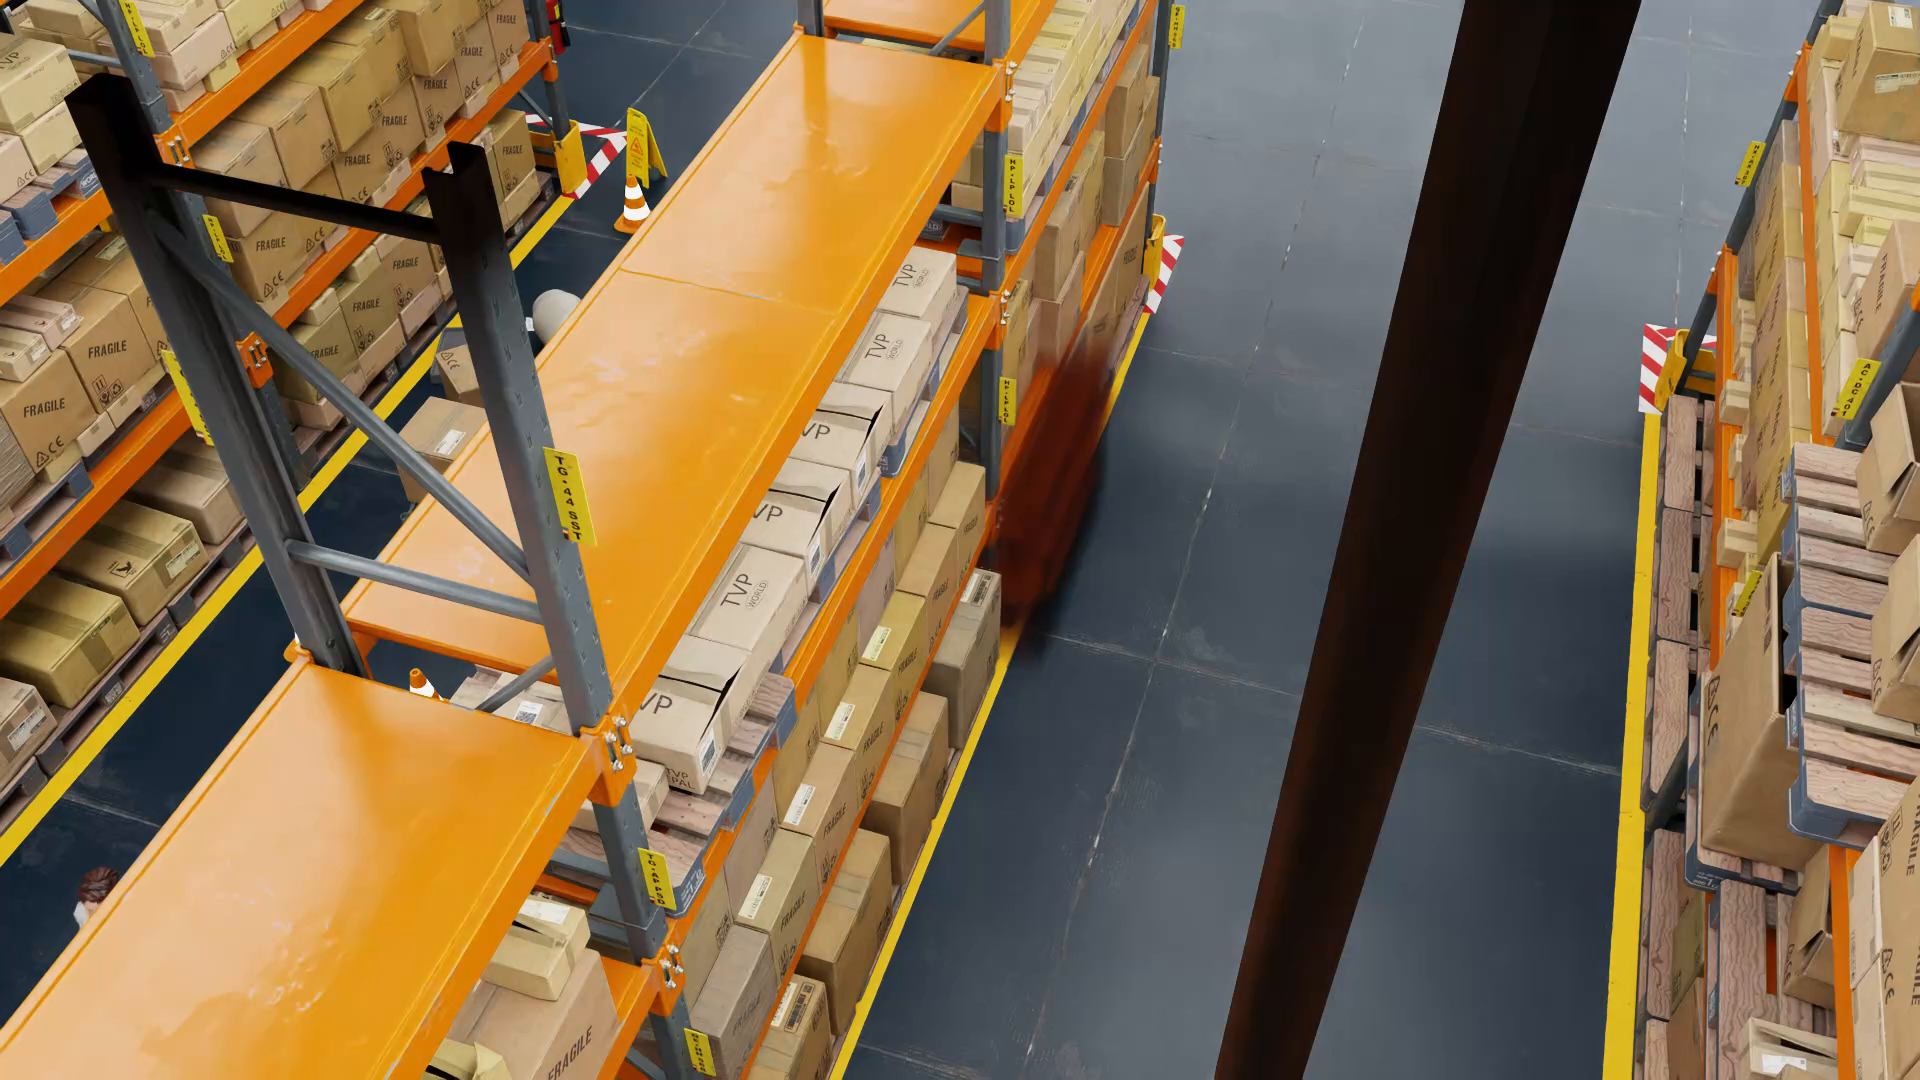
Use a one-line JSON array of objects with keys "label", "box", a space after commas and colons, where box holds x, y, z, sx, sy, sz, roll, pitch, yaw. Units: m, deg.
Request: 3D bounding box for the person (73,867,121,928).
[{"label": "person", "box": [-3.894, 2.025, 7.997, 0.514, 1.669, 0.498, 9, 46, 8]}]
